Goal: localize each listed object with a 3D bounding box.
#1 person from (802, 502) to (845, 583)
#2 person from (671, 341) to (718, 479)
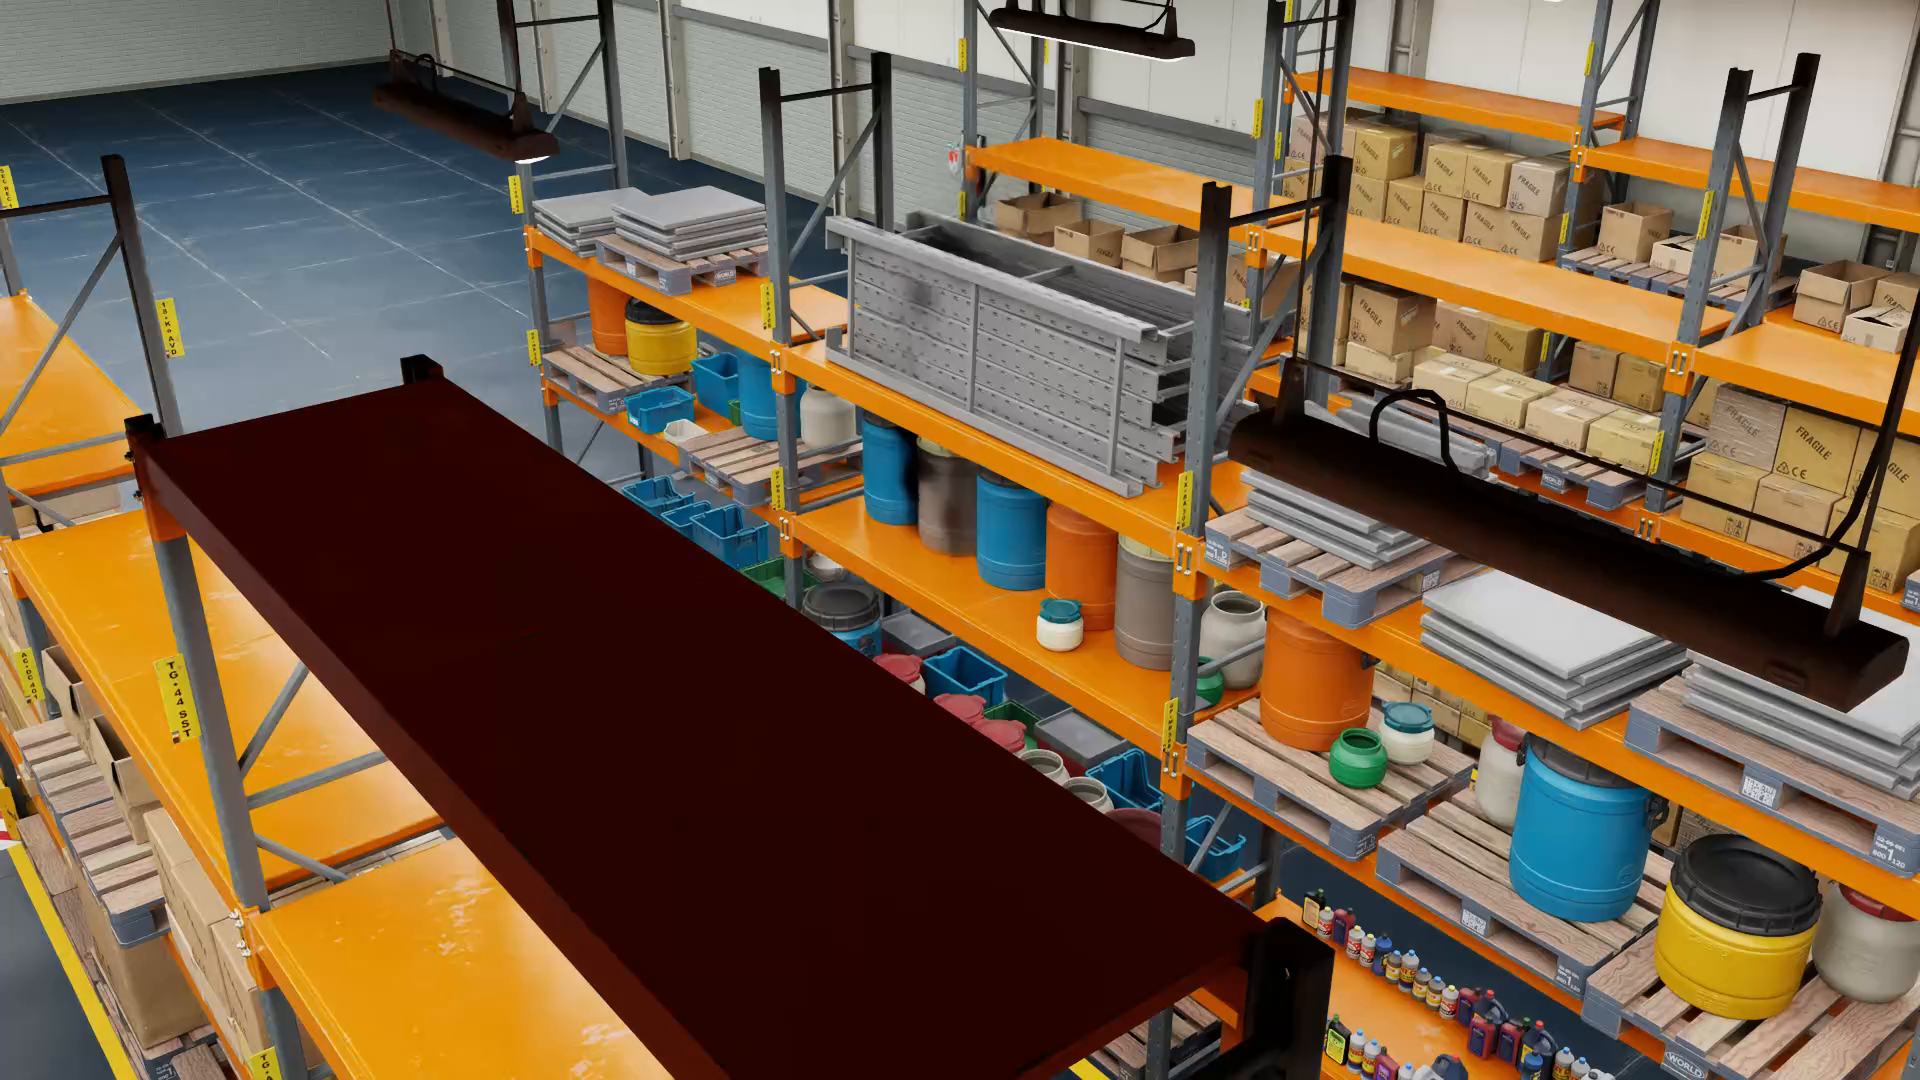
[{"bbox_3d":[-1.236,0.237,15.951,0.614,1.631,0.575,-21,33,-37],"label":"person"},{"bbox_3d":[-2.913,-1.537,19.555,1.069,1.698,0.574,-2,26,-4],"label":"person"}]
